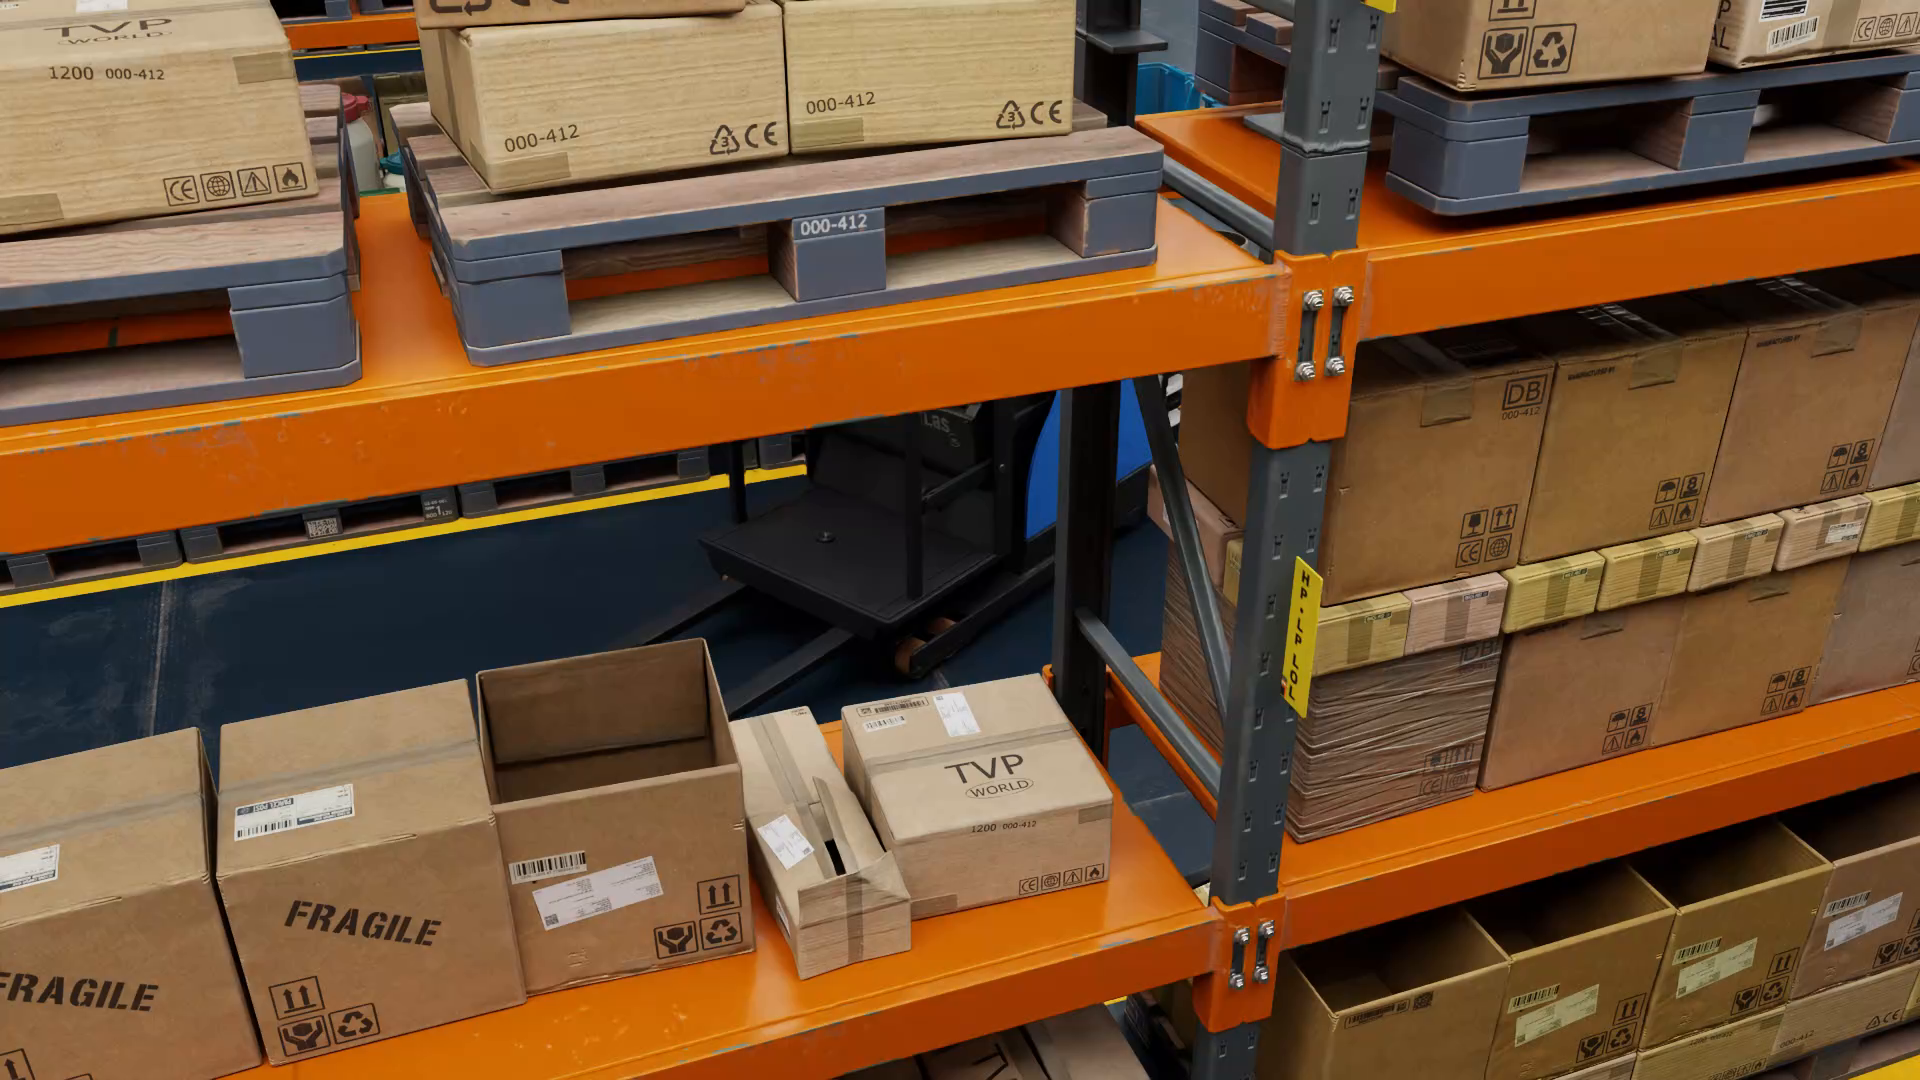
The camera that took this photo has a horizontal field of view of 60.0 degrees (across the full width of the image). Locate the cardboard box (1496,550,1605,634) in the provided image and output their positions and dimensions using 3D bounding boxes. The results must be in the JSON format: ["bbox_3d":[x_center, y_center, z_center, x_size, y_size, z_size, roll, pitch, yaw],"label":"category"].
[{"bbox_3d":[1.271,0.041,3.891,0.250,0.149,0.380,-11,32,-19],"label":"cardboard box"}]

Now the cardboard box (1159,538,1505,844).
[{"bbox_3d":[0.888,0.289,4.112,0.500,0.500,0.700,-11,32,-19],"label":"cardboard box"}]

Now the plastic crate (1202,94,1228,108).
[{"bbox_3d":[1.525,-2.178,8.693,0.408,0.251,0.499,-10,31,-18],"label":"plastic crate"}]

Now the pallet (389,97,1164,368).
[{"bbox_3d":[-0.347,-0.650,3.024,1.217,0.209,0.805,-12,32,-20],"label":"pallet"}]

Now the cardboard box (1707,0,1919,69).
[{"bbox_3d":[1.545,-1.154,3.239,0.500,0.311,0.500,-12,32,-20],"label":"cardboard box"}]

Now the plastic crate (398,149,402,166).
[{"bbox_3d":[-2.174,-1.545,7.448,0.575,0.384,0.392,-10,31,-18],"label":"plastic crate"}]

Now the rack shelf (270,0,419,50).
[{"bbox_3d":[-4.851,-3.527,11.637,4.000,0.370,1.077,-10,31,-18],"label":"rack shelf"}]

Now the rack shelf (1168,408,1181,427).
[{"bbox_3d":[0.927,-0.583,7.931,0.258,0.077,0.200,23,37,34],"label":"rack shelf"}]

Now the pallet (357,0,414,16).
[{"bbox_3d":[-3.743,-4.037,11.999,1.213,0.211,1.003,-10,31,-18],"label":"pallet"}]

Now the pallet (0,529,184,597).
[{"bbox_3d":[-4.258,-0.100,7.713,1.213,0.211,1.003,-10,31,-18],"label":"pallet"}]

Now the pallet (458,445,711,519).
[{"bbox_3d":[-1.971,-0.522,8.452,1.213,0.211,1.003,-10,31,-18],"label":"pallet"}]

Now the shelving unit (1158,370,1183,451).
[{"bbox_3d":[0.927,-0.611,7.914,0.258,0.900,0.210,23,37,34],"label":"shelving unit"}]

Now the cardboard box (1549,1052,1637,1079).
[{"bbox_3d":[1.485,1.401,4.614,0.500,0.250,0.500,-10,31,-18],"label":"cardboard box"}]

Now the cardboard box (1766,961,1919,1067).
[{"bbox_3d":[2.422,1.228,4.918,0.500,0.250,0.500,-10,31,-18],"label":"cardboard box"}]

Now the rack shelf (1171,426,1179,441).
[{"bbox_3d":[0.927,-0.504,7.975,0.258,0.077,0.200,23,37,34],"label":"rack shelf"}]

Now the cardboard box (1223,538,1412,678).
[{"bbox_3d":[0.794,0.130,3.735,0.250,0.149,0.380,-10,31,-18],"label":"cardboard box"}]

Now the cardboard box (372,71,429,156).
[{"bbox_3d":[-4.013,-3.120,12.277,0.500,0.500,0.700,-11,31,-18],"label":"cardboard box"}]

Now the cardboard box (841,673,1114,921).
[{"bbox_3d":[0.029,0.582,3.849,0.500,0.250,0.500,-8,31,-15],"label":"cardboard box"}]

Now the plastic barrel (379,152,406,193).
[{"bbox_3d":[-2.543,-1.669,7.790,0.301,0.262,0.301,0,30,0],"label":"plastic barrel"}]

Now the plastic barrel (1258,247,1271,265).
[{"bbox_3d":[1.910,-1.530,9.494,0.421,0.512,0.421,0,30,0],"label":"plastic barrel"}]

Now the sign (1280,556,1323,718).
[{"bbox_3d":[0.673,0.193,3.291,0.005,0.325,0.100,-10,31,-18],"label":"sign"}]

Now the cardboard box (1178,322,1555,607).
[{"bbox_3d":[0.888,-0.275,3.790,0.500,0.500,0.700,-10,31,-17],"label":"cardboard box"}]

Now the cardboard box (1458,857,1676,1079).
[{"bbox_3d":[1.484,1.074,4.431,0.500,0.500,0.500,-10,31,-18],"label":"cardboard box"}]

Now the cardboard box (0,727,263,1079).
[{"bbox_3d":[-1.707,0.762,3.282,0.500,0.500,0.500,-12,32,-20],"label":"cardboard box"}]

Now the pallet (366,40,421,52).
[{"bbox_3d":[-5.308,-5.124,16.530,1.213,0.211,1.003,-10,31,-18],"label":"pallet"}]

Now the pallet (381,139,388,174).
[{"bbox_3d":[-3.705,-2.838,12.518,1.213,0.211,1.003,-10,31,-18],"label":"pallet"}]

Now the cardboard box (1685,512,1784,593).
[{"bbox_3d":[1.751,-0.047,4.046,0.250,0.149,0.380,-11,32,-19],"label":"cardboard box"}]

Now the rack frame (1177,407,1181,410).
[{"bbox_3d":[0.993,-0.650,7.981,0.240,0.900,0.006,23,37,34],"label":"rack frame"}]

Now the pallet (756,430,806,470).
[{"bbox_3d":[-0.605,-0.772,8.891,1.213,0.211,1.003,-10,31,-18],"label":"pallet"}]

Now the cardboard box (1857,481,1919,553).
[{"bbox_3d":[2.245,-0.139,4.207,0.250,0.149,0.380,-11,31,-18],"label":"cardboard box"}]

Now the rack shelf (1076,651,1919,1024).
[{"bbox_3d":[2.349,0.379,4.781,4.000,0.370,1.077,-10,31,-18],"label":"rack shelf"}]

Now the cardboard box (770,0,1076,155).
[{"bbox_3d":[-0.106,-0.907,3.008,0.500,0.250,0.500,-7,30,-12],"label":"cardboard box"}]

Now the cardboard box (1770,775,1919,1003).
[{"bbox_3d":[2.424,0.904,4.730,0.500,0.500,0.500,-10,31,-18],"label":"cardboard box"}]

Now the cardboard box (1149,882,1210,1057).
[{"bbox_3d":[0.833,1.243,4.892,0.500,0.250,0.500,-10,31,-18],"label":"cardboard box"}]

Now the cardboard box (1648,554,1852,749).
[{"bbox_3d":[1.852,0.110,4.425,0.500,0.500,0.700,-10,31,-17],"label":"cardboard box"}]

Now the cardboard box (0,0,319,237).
[{"bbox_3d":[-1.339,-0.707,2.658,0.500,0.250,0.500,-13,32,-22],"label":"cardboard box"}]

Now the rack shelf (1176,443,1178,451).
[{"bbox_3d":[0.927,-0.426,8.020,0.258,0.077,0.200,23,37,34],"label":"rack shelf"}]

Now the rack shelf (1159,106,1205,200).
[{"bbox_3d":[0.625,-1.919,8.816,4.000,0.370,1.077,-10,31,-18],"label":"rack shelf"}]

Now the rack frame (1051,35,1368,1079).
[{"bbox_3d":[0.475,0.412,3.997,0.127,3.000,1.000,-10,31,-18],"label":"rack frame"}]

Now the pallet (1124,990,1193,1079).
[{"bbox_3d":[1.235,1.506,4.894,1.213,0.211,1.003,-10,31,-18],"label":"pallet"}]

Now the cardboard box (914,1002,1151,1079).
[{"bbox_3d":[0.195,1.383,4.078,0.500,0.311,0.500,-10,31,-18],"label":"cardboard box"}]

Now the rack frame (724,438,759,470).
[{"bbox_3d":[-1.249,-1.887,8.032,0.127,3.000,1.000,-10,31,-18],"label":"rack frame"}]

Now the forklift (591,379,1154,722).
[{"bbox_3d":[-0.398,-0.988,6.524,1.130,2.935,3.031,22,36,33],"label":"forklift"}]

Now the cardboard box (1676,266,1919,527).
[{"bbox_3d":[1.831,-0.449,4.096,0.500,0.500,0.700,-10,31,-18],"label":"cardboard box"}]

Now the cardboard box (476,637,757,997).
[{"bbox_3d":[-0.744,0.584,3.593,0.500,0.500,0.500,-8,31,-14],"label":"cardboard box"}]
